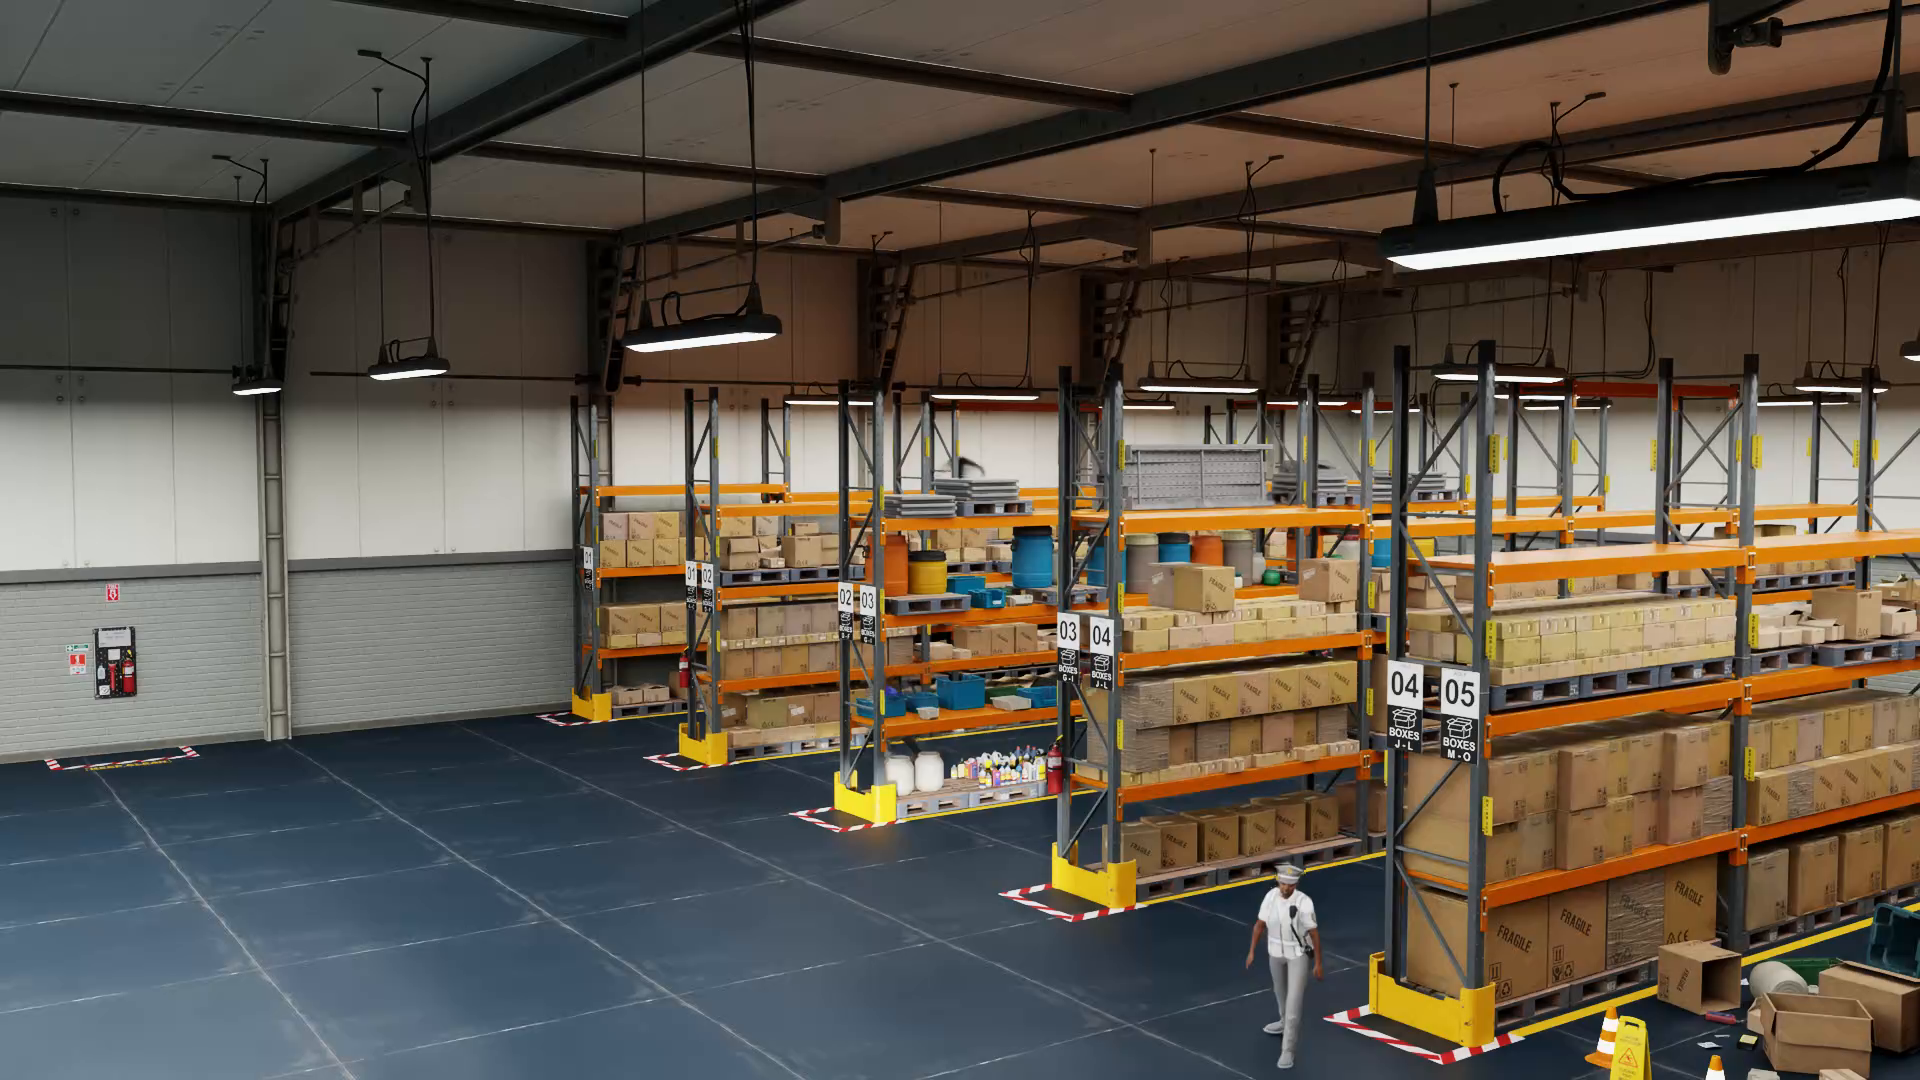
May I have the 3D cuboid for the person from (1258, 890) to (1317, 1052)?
[{"bbox_3d":[2.805,3.572,14.083,0.506,1.352,0.726,3,4,37],"label":"person"}]

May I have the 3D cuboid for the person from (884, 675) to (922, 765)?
[{"bbox_3d":[-0.960,2.825,26.305,1.025,1.492,0.600,-3,5,-42],"label":"person"}]
